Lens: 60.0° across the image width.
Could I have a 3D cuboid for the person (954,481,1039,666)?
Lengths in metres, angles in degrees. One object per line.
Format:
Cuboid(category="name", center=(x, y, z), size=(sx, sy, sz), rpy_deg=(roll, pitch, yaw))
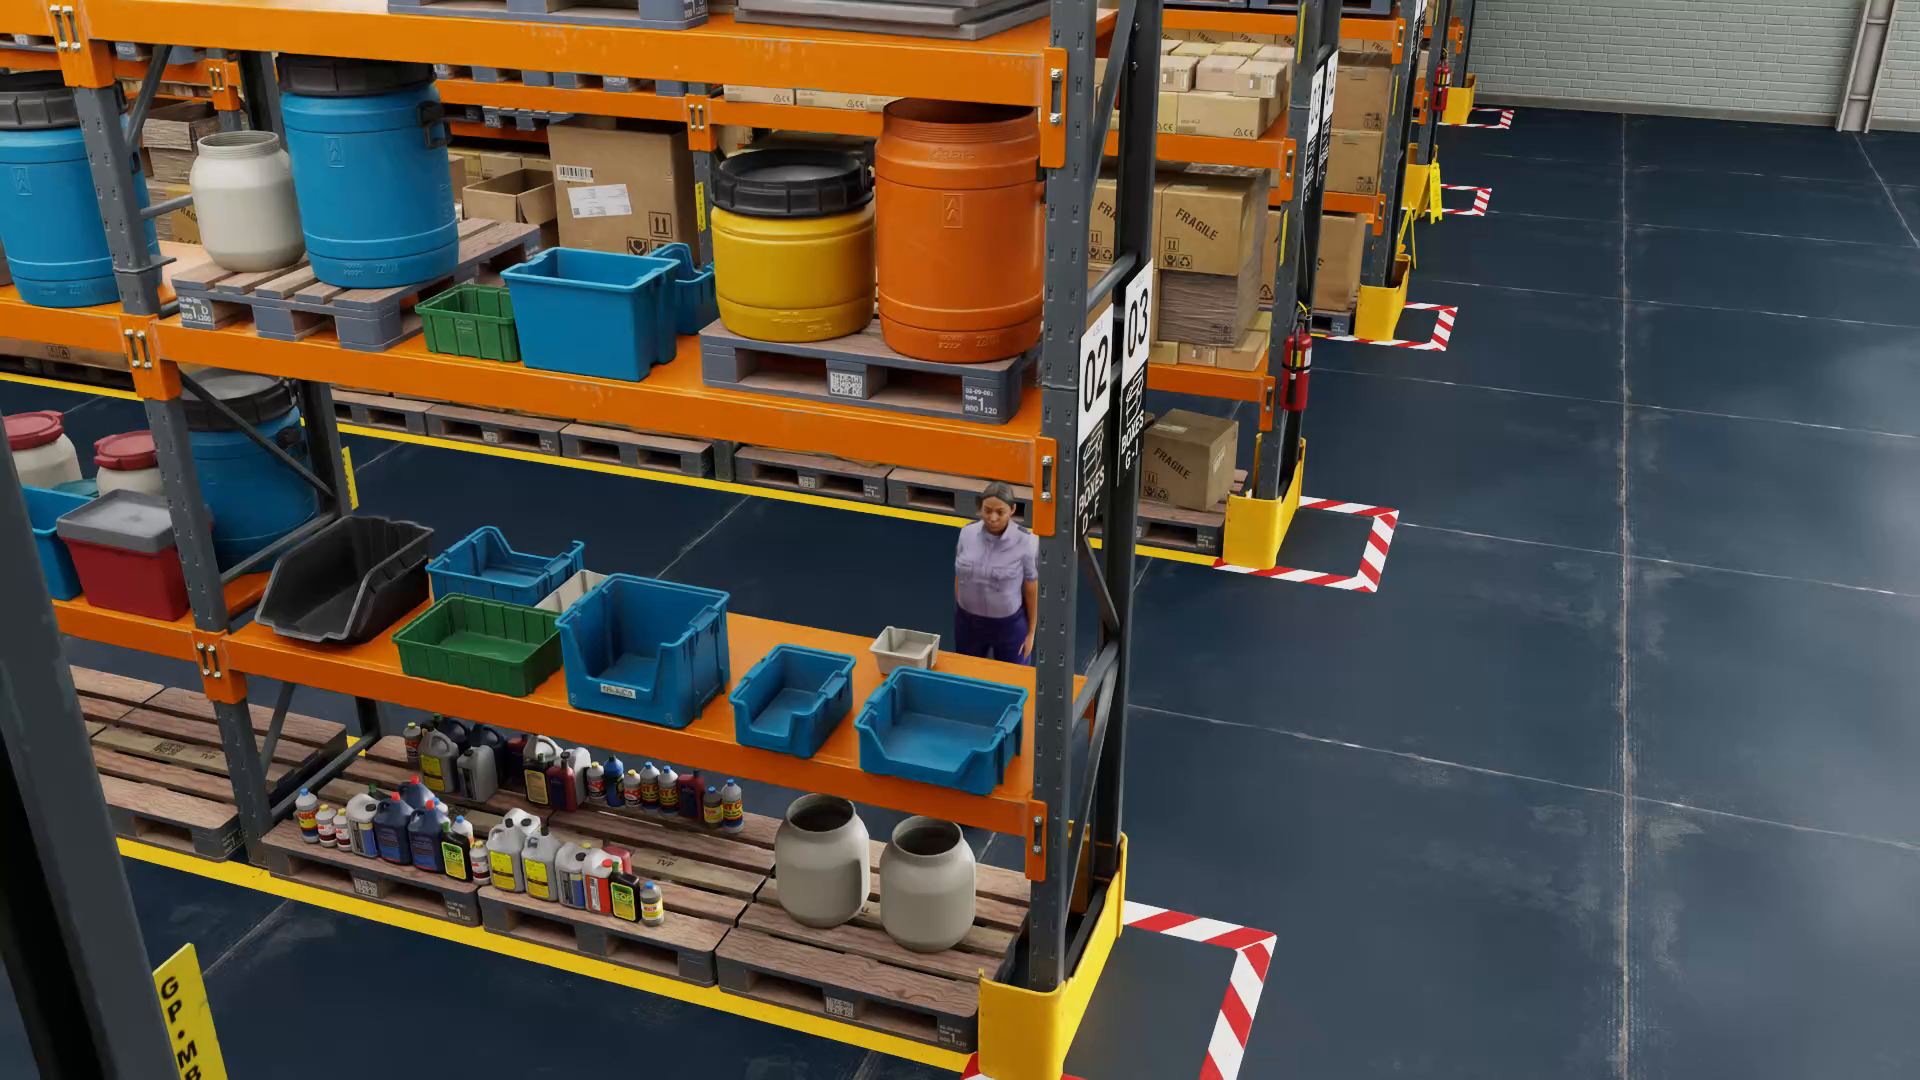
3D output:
Cuboid(category="person", center=(0.183, 0.465, 8.624), size=(0.467, 1.643, 0.343), rpy_deg=(9, 27, 19))
